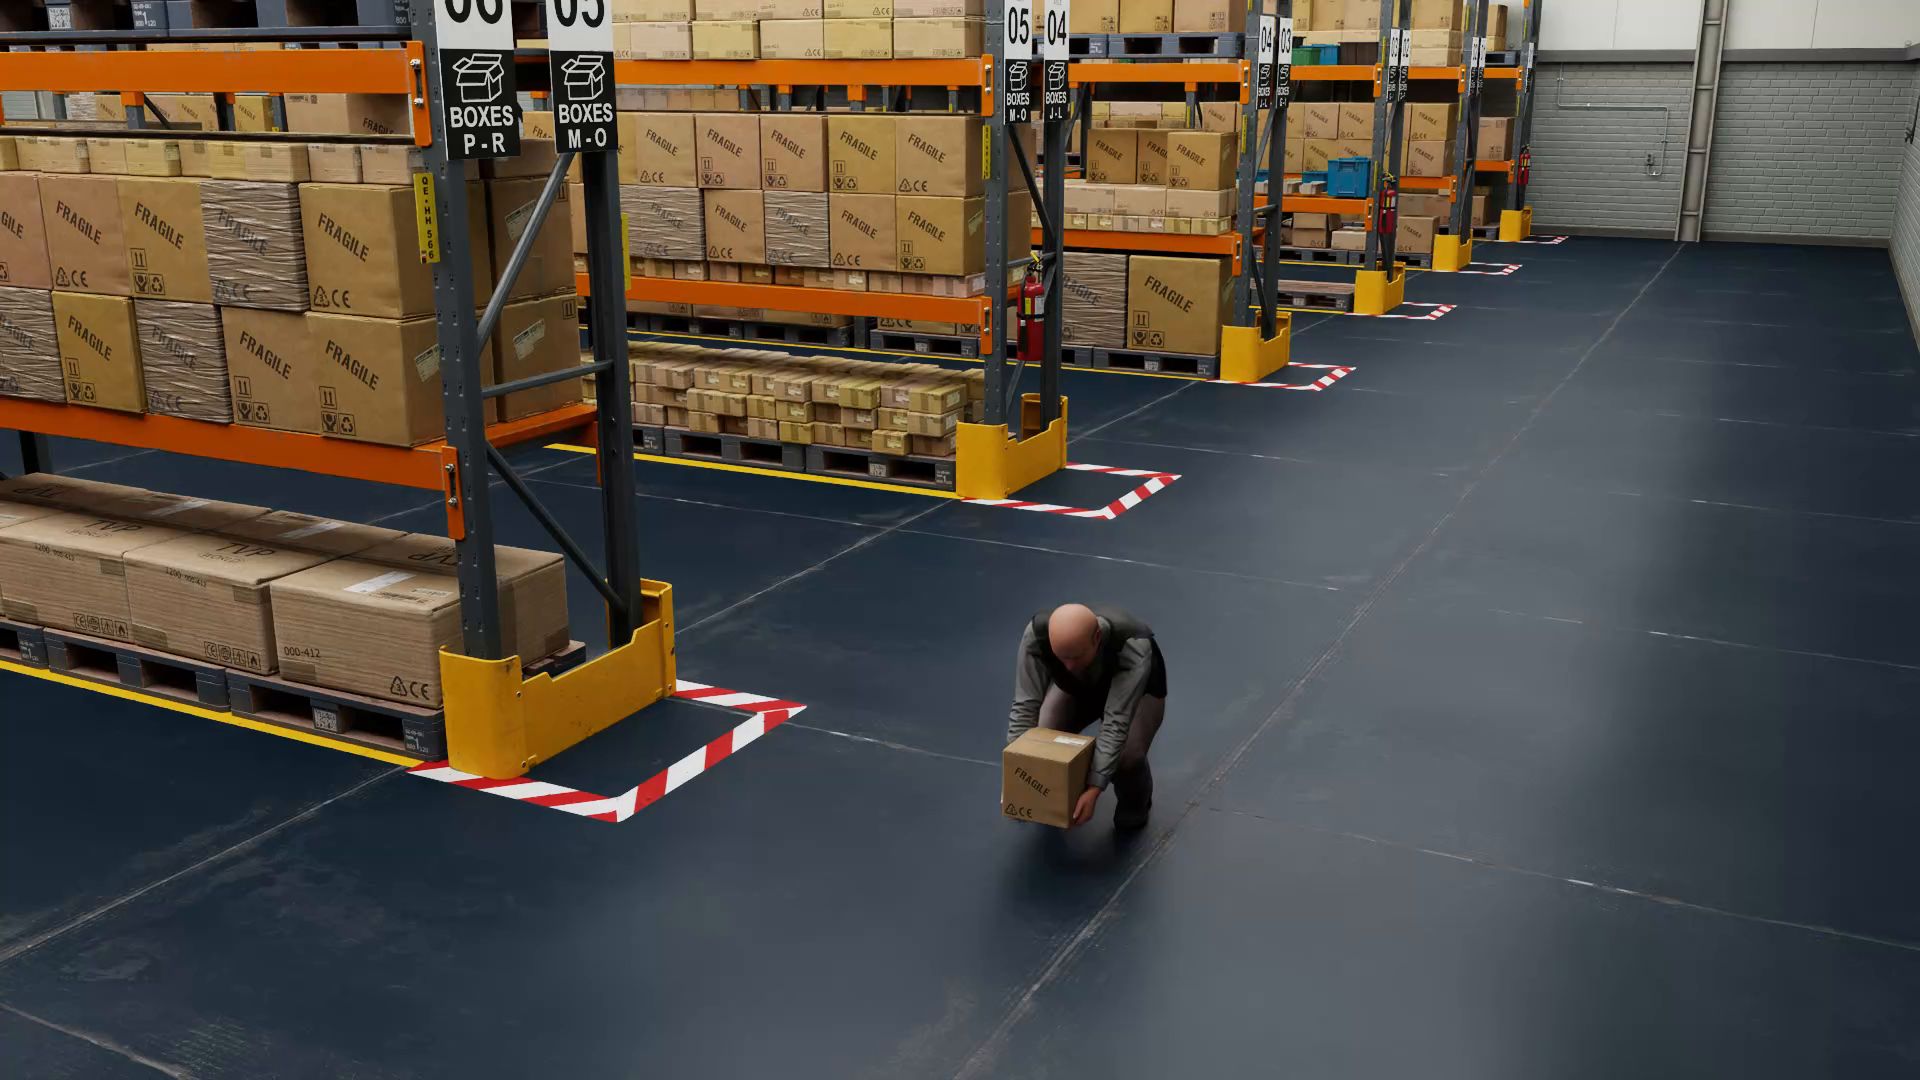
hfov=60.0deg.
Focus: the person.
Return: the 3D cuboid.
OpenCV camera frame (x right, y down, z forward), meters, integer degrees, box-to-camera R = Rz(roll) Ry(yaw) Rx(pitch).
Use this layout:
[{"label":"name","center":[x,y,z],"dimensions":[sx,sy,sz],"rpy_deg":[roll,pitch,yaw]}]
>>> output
[{"label":"person","center":[0.476,0.608,6.115],"dimensions":[0.517,0.966,0.889],"rpy_deg":[7,17,24]}]
